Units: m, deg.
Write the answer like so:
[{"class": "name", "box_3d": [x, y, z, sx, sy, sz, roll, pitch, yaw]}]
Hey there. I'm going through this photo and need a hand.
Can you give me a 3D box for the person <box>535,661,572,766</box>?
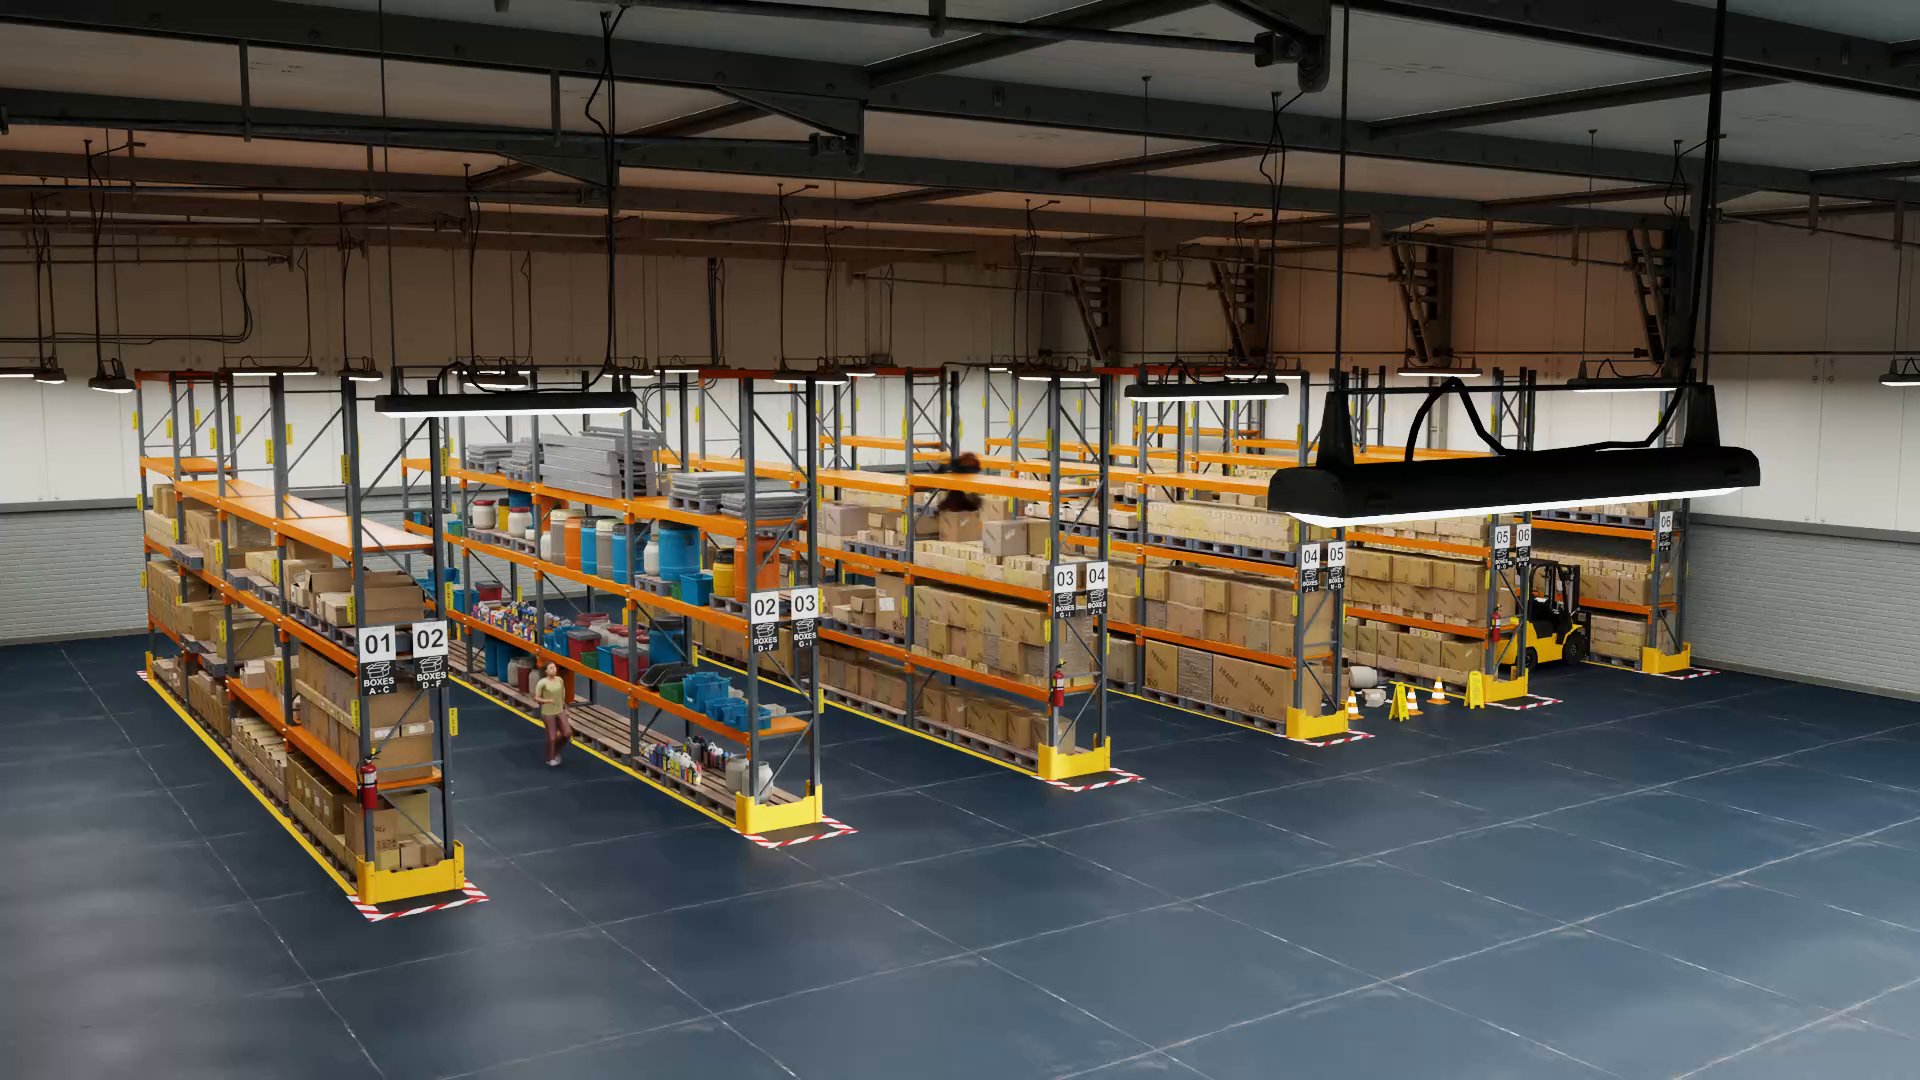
[{"class": "person", "box_3d": [-6.174, 2.649, 25.353, 0.568, 1.628, 0.543, -6, 9, -41]}]
